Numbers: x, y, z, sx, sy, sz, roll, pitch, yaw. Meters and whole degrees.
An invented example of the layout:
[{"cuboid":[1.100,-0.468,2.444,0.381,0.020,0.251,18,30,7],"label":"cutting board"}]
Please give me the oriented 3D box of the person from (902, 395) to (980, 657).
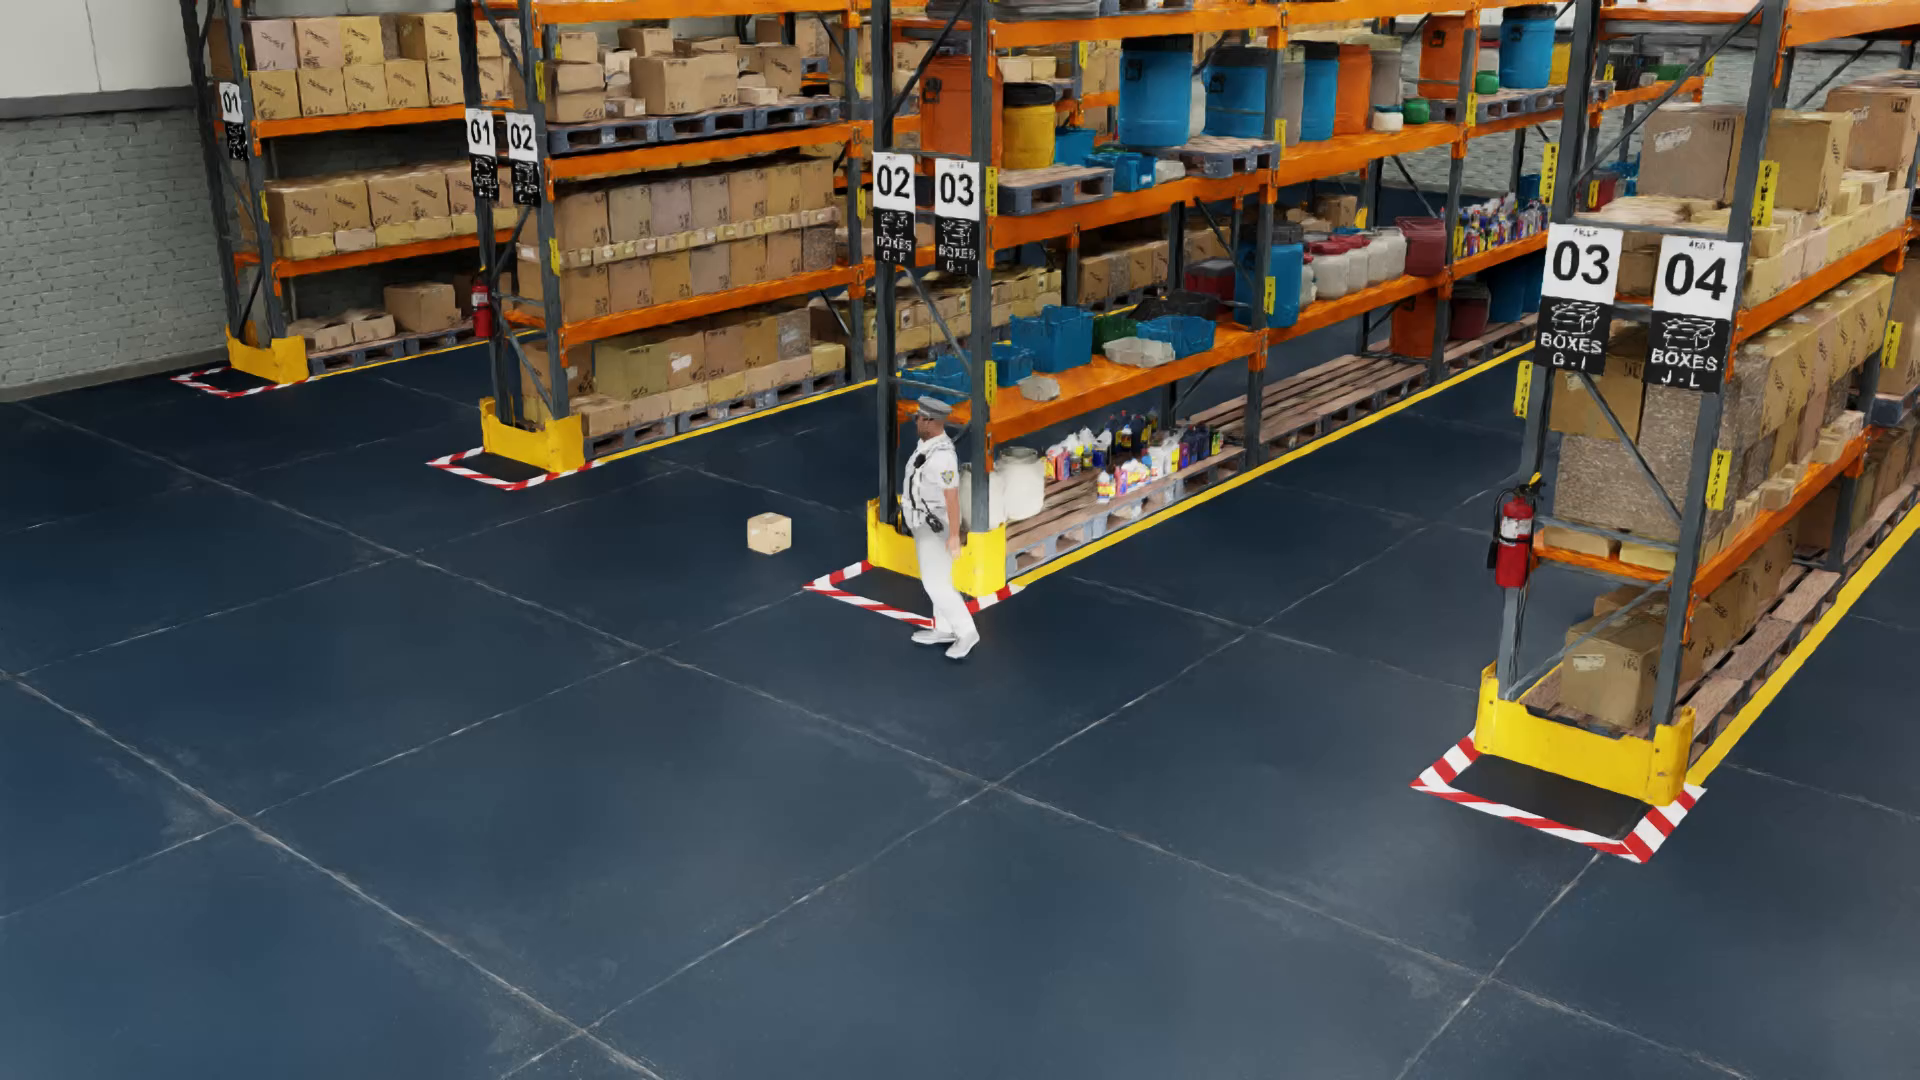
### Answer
[{"cuboid":[-0.132,-0.100,11.310,0.501,1.755,0.656,-4,20,-10],"label":"person"}]
